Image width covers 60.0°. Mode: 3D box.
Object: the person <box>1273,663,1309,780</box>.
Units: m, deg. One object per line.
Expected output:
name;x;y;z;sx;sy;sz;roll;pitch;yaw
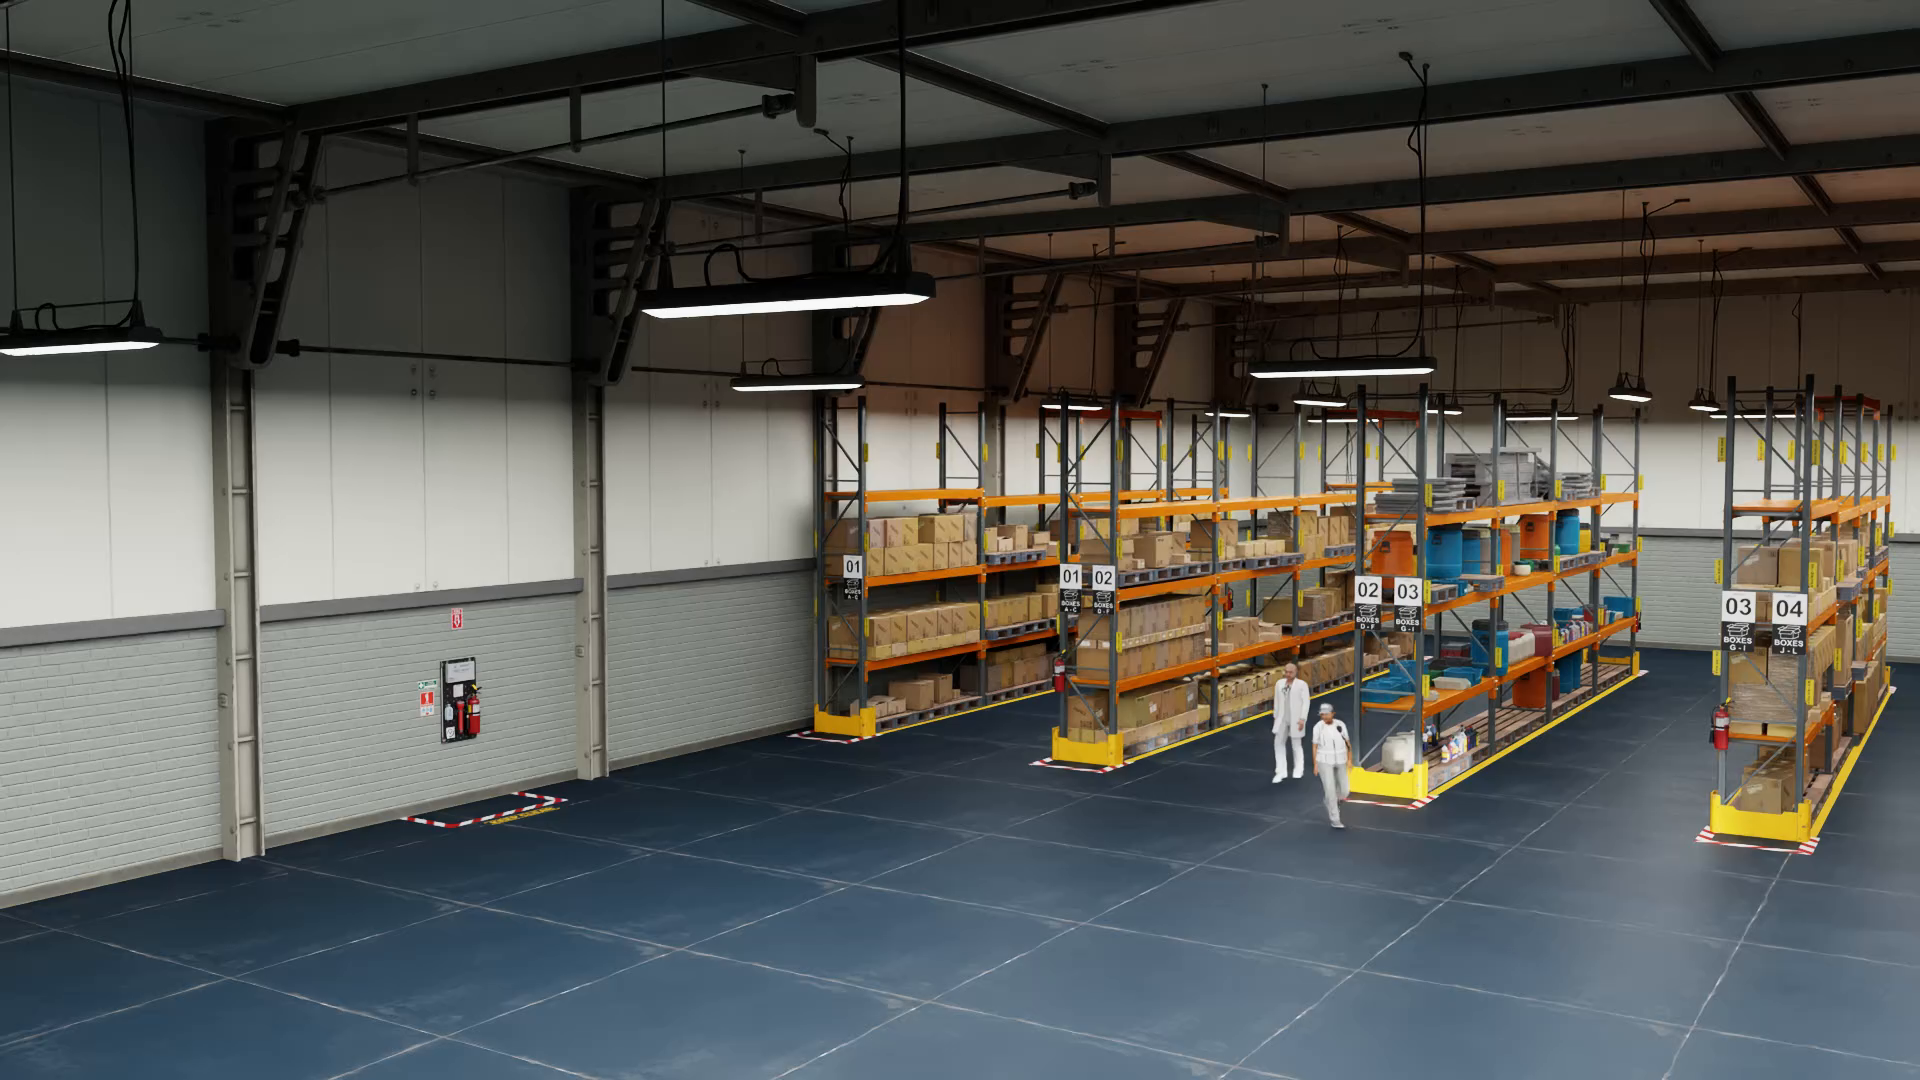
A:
person;5.109;2.780;25.487;0.627;1.792;0.640;-2;4;-32

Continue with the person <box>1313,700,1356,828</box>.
person;5.019;3.003;22.367;0.595;1.665;0.470;1;3;26
